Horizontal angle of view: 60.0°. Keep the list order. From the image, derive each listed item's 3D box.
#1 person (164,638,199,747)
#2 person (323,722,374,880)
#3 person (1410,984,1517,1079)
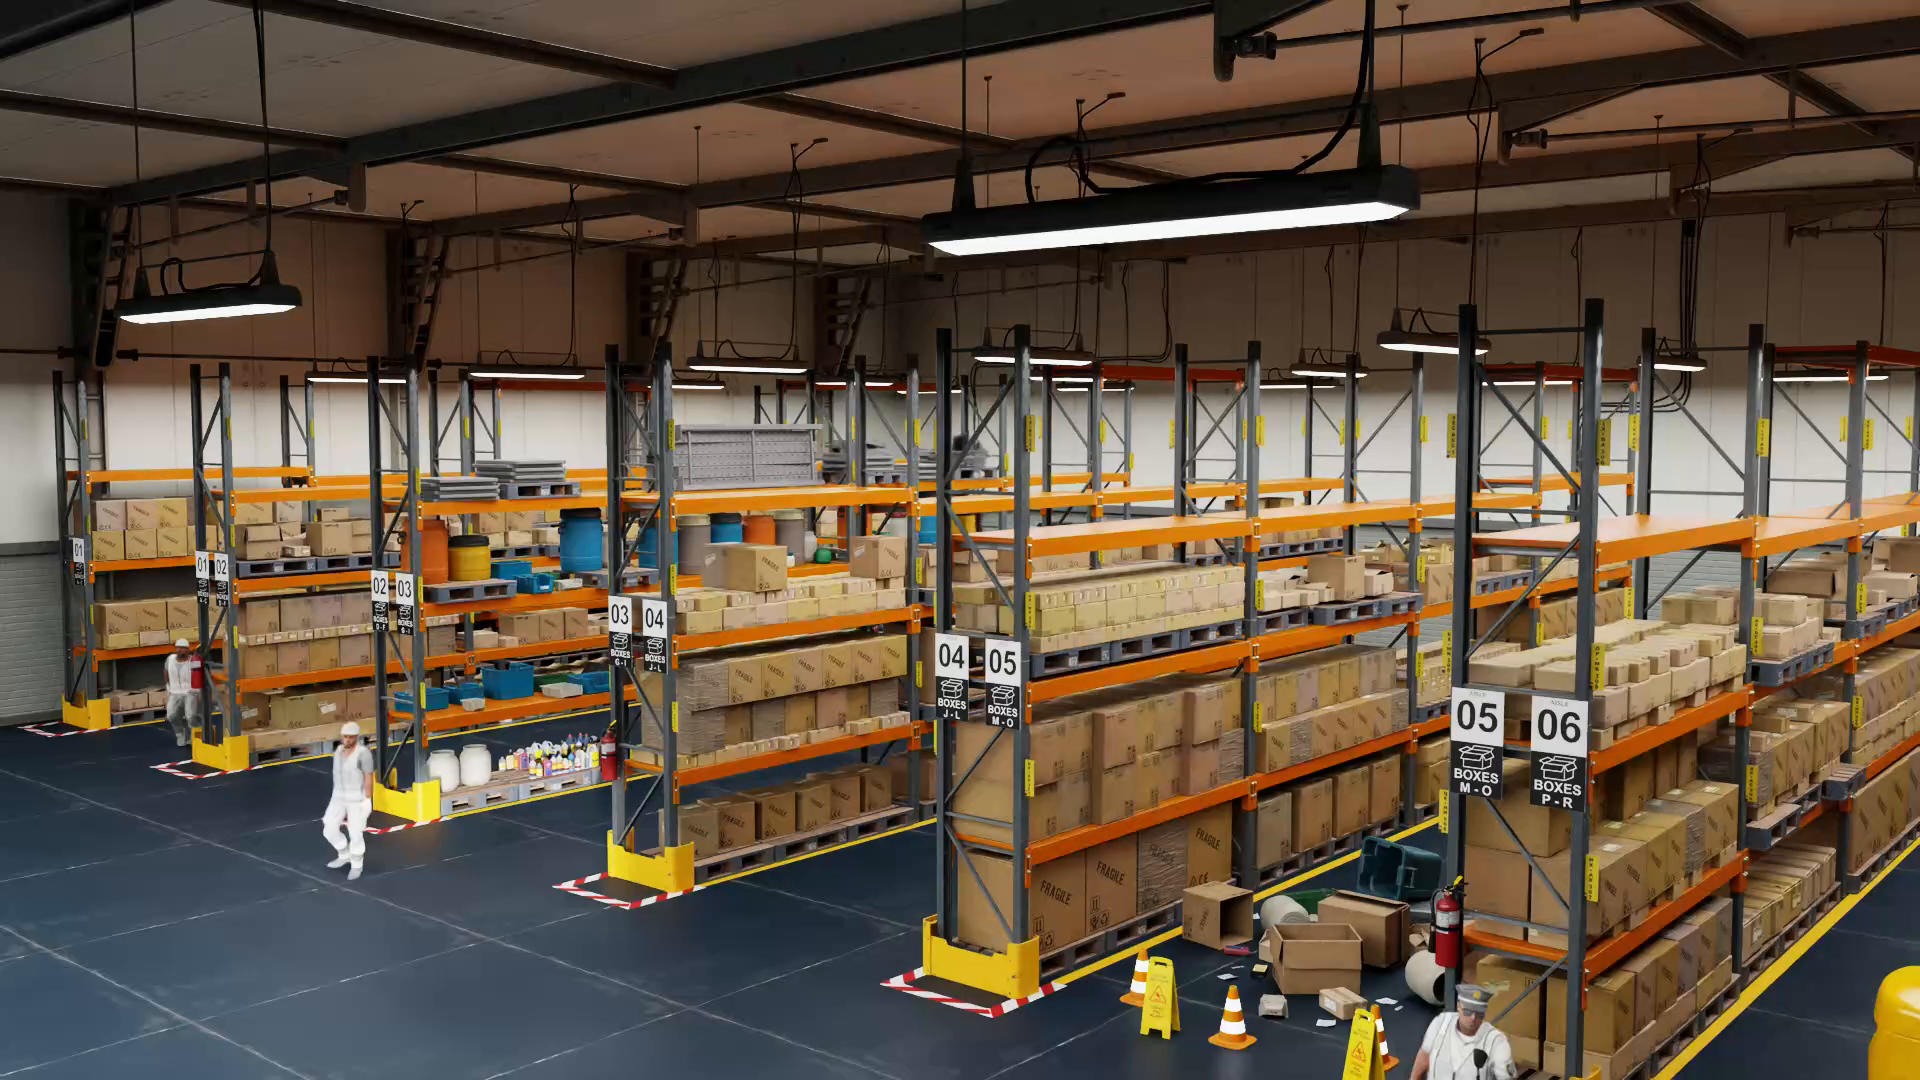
[{"bbox_3d":[-12.242,2.405,26.149,0.672,1.723,0.717,0,4,-7],"label":"person"},{"bbox_3d":[-6.872,2.923,18.742,0.648,1.799,0.468,1,4,12],"label":"person"},{"bbox_3d":[3.167,3.554,10.493,0.745,1.700,0.728,2,5,30],"label":"person"}]
